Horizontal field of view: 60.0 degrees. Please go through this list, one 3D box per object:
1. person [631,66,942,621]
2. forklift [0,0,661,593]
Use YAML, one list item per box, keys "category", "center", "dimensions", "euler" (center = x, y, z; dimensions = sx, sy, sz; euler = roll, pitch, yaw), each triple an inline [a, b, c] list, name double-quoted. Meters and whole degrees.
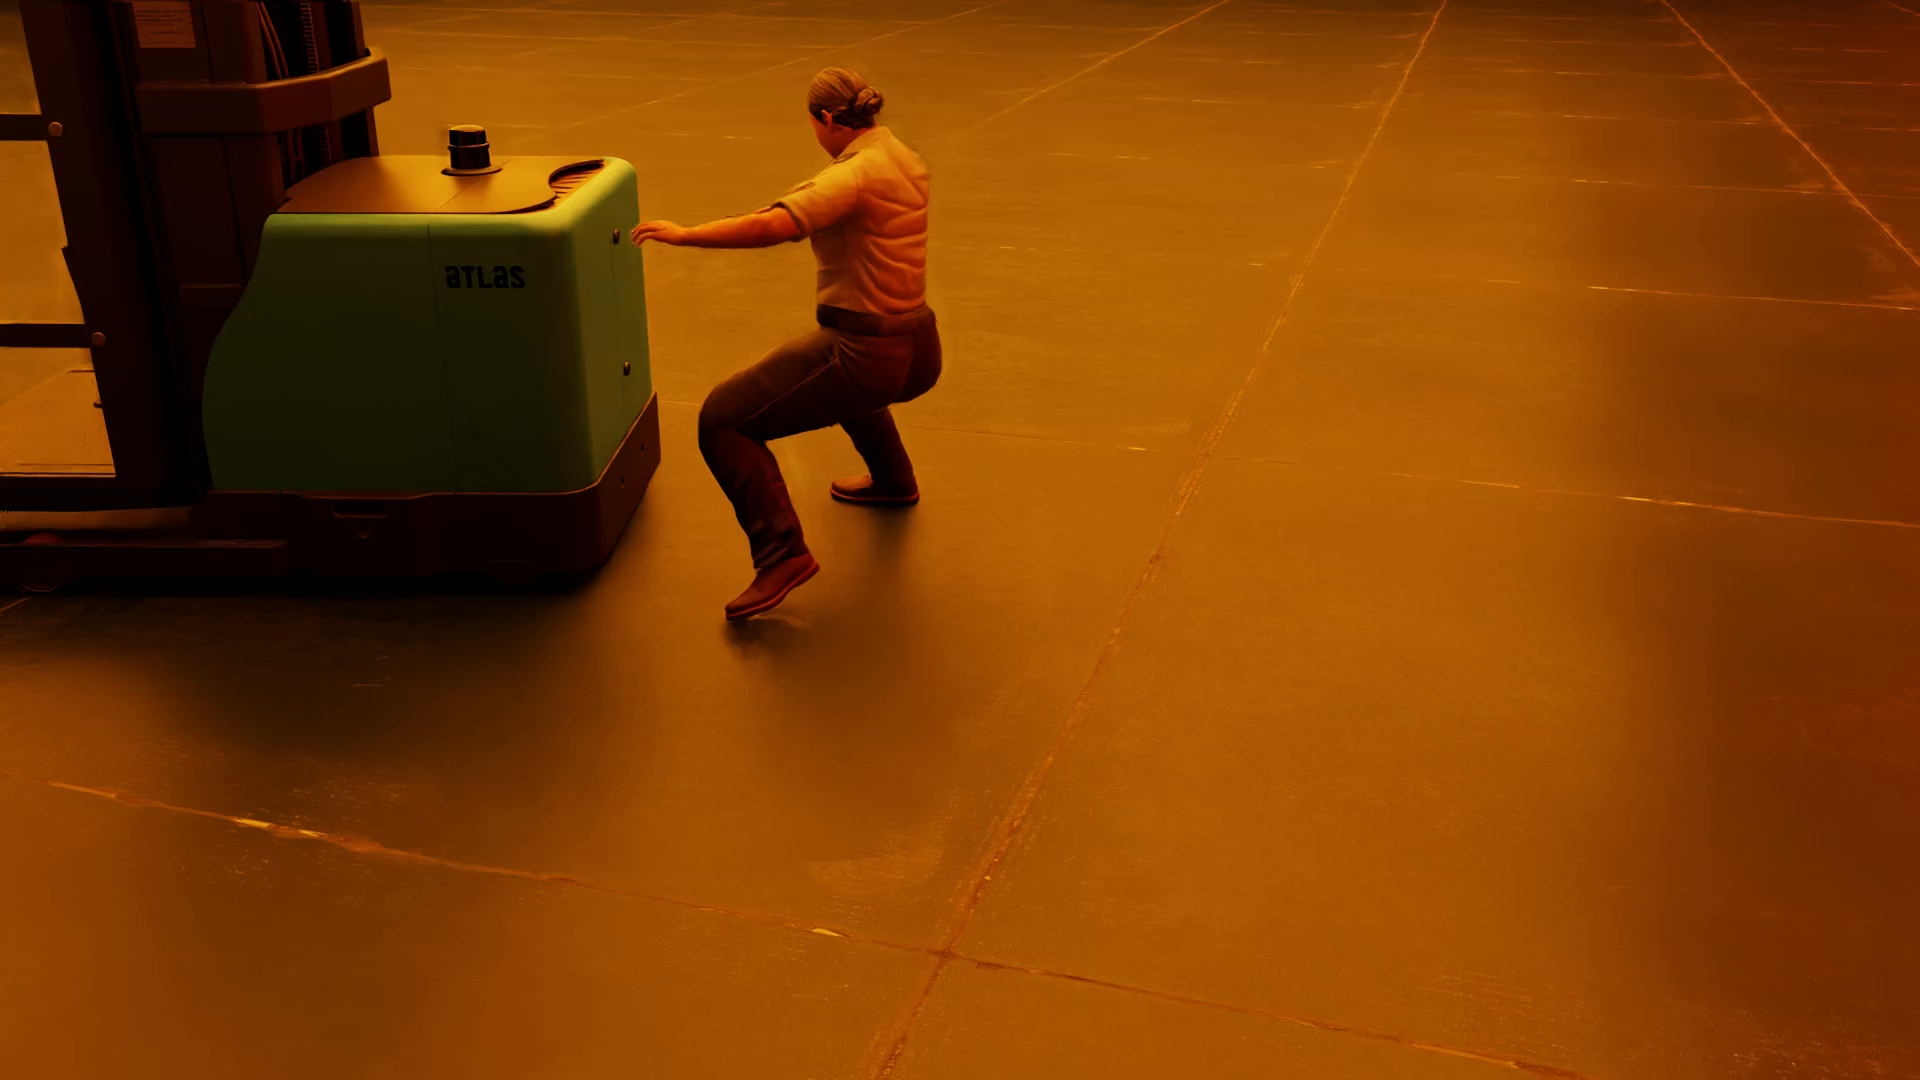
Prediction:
- category: "person"
  center: [-0.406, -0.610, 4.729]
  dimensions: [0.660, 1.426, 1.114]
  euler: [13, 26, 28]
- category: "forklift"
  center: [-2.526, -1.406, 4.684]
  dimensions: [3.031, 2.935, 1.130]
  euler: [0, 22, 1]
